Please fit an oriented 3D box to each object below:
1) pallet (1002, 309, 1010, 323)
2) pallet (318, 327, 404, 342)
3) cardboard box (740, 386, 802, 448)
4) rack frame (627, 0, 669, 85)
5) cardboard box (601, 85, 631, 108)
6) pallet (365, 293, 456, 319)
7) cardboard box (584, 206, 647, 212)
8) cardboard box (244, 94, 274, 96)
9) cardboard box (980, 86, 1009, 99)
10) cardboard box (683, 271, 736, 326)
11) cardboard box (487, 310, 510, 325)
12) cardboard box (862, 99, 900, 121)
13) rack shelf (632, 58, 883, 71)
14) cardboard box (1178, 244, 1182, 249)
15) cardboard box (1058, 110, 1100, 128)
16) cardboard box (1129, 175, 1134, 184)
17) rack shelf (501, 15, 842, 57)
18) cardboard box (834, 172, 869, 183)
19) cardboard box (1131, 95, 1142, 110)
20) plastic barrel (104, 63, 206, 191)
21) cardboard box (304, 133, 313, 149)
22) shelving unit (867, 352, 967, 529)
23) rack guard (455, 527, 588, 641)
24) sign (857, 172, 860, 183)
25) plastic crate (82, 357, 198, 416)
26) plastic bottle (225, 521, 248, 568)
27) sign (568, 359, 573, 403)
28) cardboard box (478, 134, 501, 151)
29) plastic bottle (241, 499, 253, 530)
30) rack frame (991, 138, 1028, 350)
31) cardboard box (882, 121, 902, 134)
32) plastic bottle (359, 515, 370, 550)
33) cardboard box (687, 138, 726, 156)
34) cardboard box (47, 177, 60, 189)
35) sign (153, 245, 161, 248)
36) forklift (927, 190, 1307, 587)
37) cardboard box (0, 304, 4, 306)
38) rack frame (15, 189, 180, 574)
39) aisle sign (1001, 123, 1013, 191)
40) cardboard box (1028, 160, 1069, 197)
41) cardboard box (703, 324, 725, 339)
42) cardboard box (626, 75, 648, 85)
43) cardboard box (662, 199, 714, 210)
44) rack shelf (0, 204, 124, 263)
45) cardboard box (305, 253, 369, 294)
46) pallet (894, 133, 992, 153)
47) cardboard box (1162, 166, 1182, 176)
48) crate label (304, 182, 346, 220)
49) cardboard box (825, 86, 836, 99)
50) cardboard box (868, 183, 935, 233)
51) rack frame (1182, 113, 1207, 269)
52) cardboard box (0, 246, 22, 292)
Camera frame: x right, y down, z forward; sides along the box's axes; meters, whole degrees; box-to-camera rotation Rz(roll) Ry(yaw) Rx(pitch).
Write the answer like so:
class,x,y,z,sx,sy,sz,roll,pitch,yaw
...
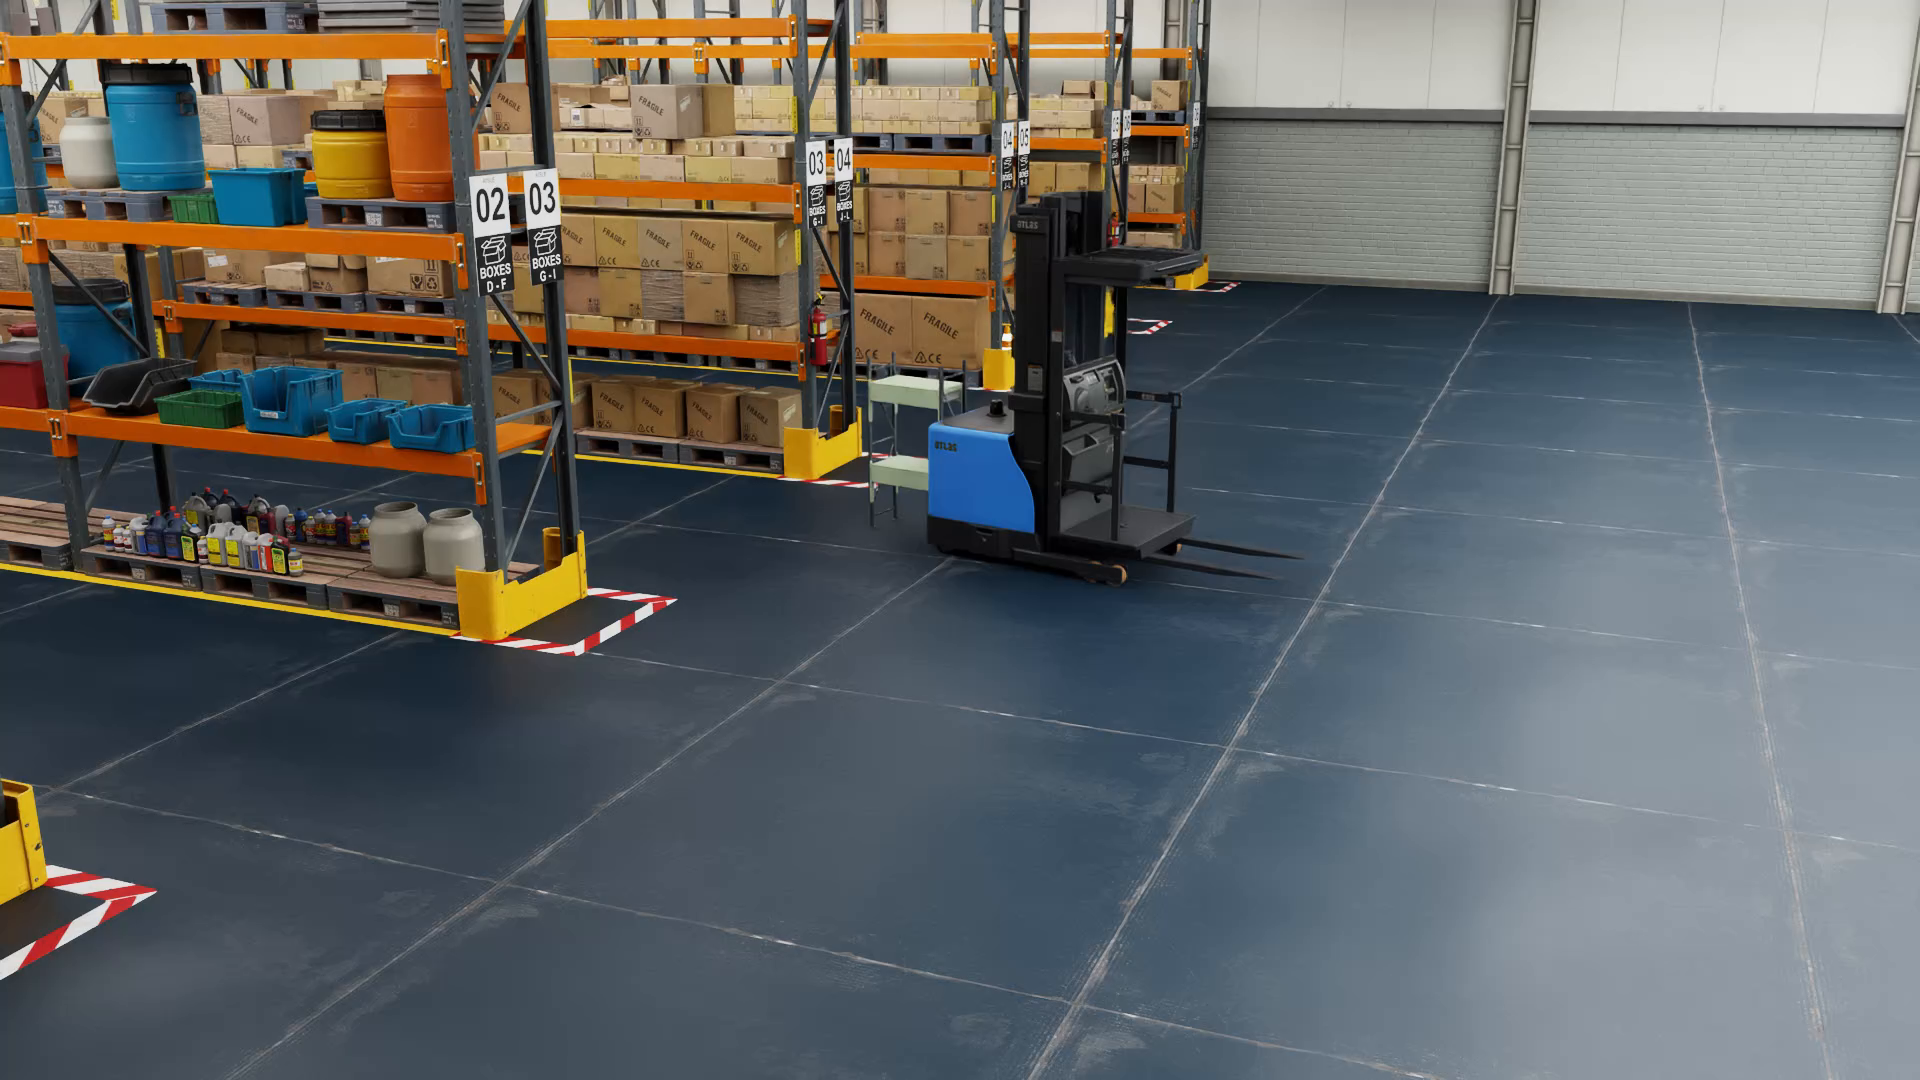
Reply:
class,x,y,z,sx,sy,sz,roll,pitch,yaw
pallet,0.395,-3.638,26.326,1.213,0.211,1.003,6,17,21
pallet,-8.683,-3.142,24.619,1.213,0.211,1.003,6,17,21
cardboard box,-1.872,-1.251,16.833,0.500,0.500,0.500,10,19,31
rack frame,-5.103,-8.451,27.144,0.127,3.000,1.000,6,17,21
cardboard box,-5.509,-7.261,27.487,0.637,0.503,0.797,5,17,17
pallet,-5.676,-2.614,18.143,1.213,0.211,1.003,6,17,21
cardboard box,-3.568,-3.185,17.258,0.500,0.500,0.500,6,17,21
cardboard box,-7.723,-4.695,18.509,0.500,0.500,0.500,6,17,21
cardboard box,0.423,-5.527,20.538,0.250,0.149,0.380,6,17,21
cardboard box,-2.308,-2.456,16.540,0.500,0.500,0.875,6,17,21
cardboard box,-4.701,-2.341,17.308,0.250,0.149,0.380,6,17,21
cardboard box,-0.873,-5.299,20.469,0.500,0.250,0.500,6,17,20
rack shelf,-3.242,-7.709,26.595,4.000,0.370,1.077,6,17,21
cardboard box,3.796,-5.263,30.203,0.500,0.250,0.500,7,17,22
cardboard box,1.764,-6.245,24.662,0.500,0.250,0.500,6,17,20
cardboard box,3.038,-6.451,29.671,0.250,0.149,0.380,6,17,20
rack shelf,-3.158,-4.920,16.277,4.000,0.370,1.077,6,17,21
cardboard box,-1.713,-5.676,26.878,0.500,0.500,0.500,7,18,22
cardboard box,3.039,-7.697,29.235,0.258,0.266,0.396,6,17,21
plastic barrel,-5.949,-3.059,12.299,0.708,0.901,0.600,6,17,21
cardboard box,-6.799,-4.287,17.844,0.250,0.166,0.380,6,17,19
shelving unit,-0.365,-0.810,14.275,0.755,1.500,0.431,10,19,31
rack guard,-3.202,0.308,12.216,0.348,0.500,1.175,6,17,21
sign,-1.582,-5.573,25.912,0.005,0.325,0.100,6,17,21
plastic crate,-6.395,-1.190,13.003,0.504,0.338,0.767,6,17,21
plastic bottle,-5.493,0.027,12.663,0.185,0.351,0.144,7,18,23
sign,-2.909,-1.172,12.334,0.005,0.325,0.100,6,17,21
cardboard box,-4.829,-4.037,16.874,0.250,0.149,0.380,6,17,19
plastic bottle,-5.785,-0.196,13.552,0.133,0.283,0.061,8,18,24
rack frame,0.617,-3.458,20.703,0.127,3.000,1.000,6,17,21
cardboard box,-0.764,-5.077,20.421,0.250,0.149,0.380,6,17,20
plastic bottle,-4.687,-0.064,13.119,0.097,0.271,0.097,0,16,0
cardboard box,-2.406,-3.765,15.936,0.250,0.149,0.380,6,17,21
cardboard box,-13.947,-5.651,25.751,0.500,0.500,0.500,6,17,20
sign,-8.940,-3.412,18.468,0.005,0.325,0.100,6,17,21
forklift,1.244,-1.214,13.100,3.031,2.935,1.130,10,19,31
cardboard box,-11.857,-2.530,20.566,0.875,0.875,1.225,6,17,21
rack frame,-6.835,-1.306,13.292,0.127,3.000,1.000,6,17,21
aisle sign,0.573,-4.621,20.048,0.004,0.787,0.394,6,17,21
cardboard box,1.316,-5.472,25.136,0.500,0.500,0.700,6,17,21
cardboard box,-2.349,-2.104,16.491,0.250,0.149,0.380,6,17,21
cardboard box,-6.438,-9.146,33.160,0.258,0.266,0.396,6,17,21
cardboard box,-3.568,-4.444,22.129,0.500,0.500,0.700,6,17,20
rack shelf,-8.696,-2.606,13.679,4.000,0.370,1.077,6,17,21
cardboard box,-6.665,-2.995,18.173,0.637,0.503,0.797,8,18,26
pallet,-0.077,-4.929,20.549,1.213,0.211,1.003,6,17,21
cardboard box,3.746,-6.524,29.389,0.250,0.149,0.380,6,17,21
crate label,-4.734,-2.543,12.440,0.408,0.251,0.502,6,17,21
cardboard box,-1.475,-5.538,20.578,0.250,0.149,0.380,6,17,20
cardboard box,-0.731,-4.221,21.127,0.550,0.550,0.875,6,17,21
rack frame,4.157,-6.039,29.597,0.127,3.000,1.000,6,17,21
cardboard box,-11.191,-3.243,19.784,0.500,0.500,0.500,6,17,19
